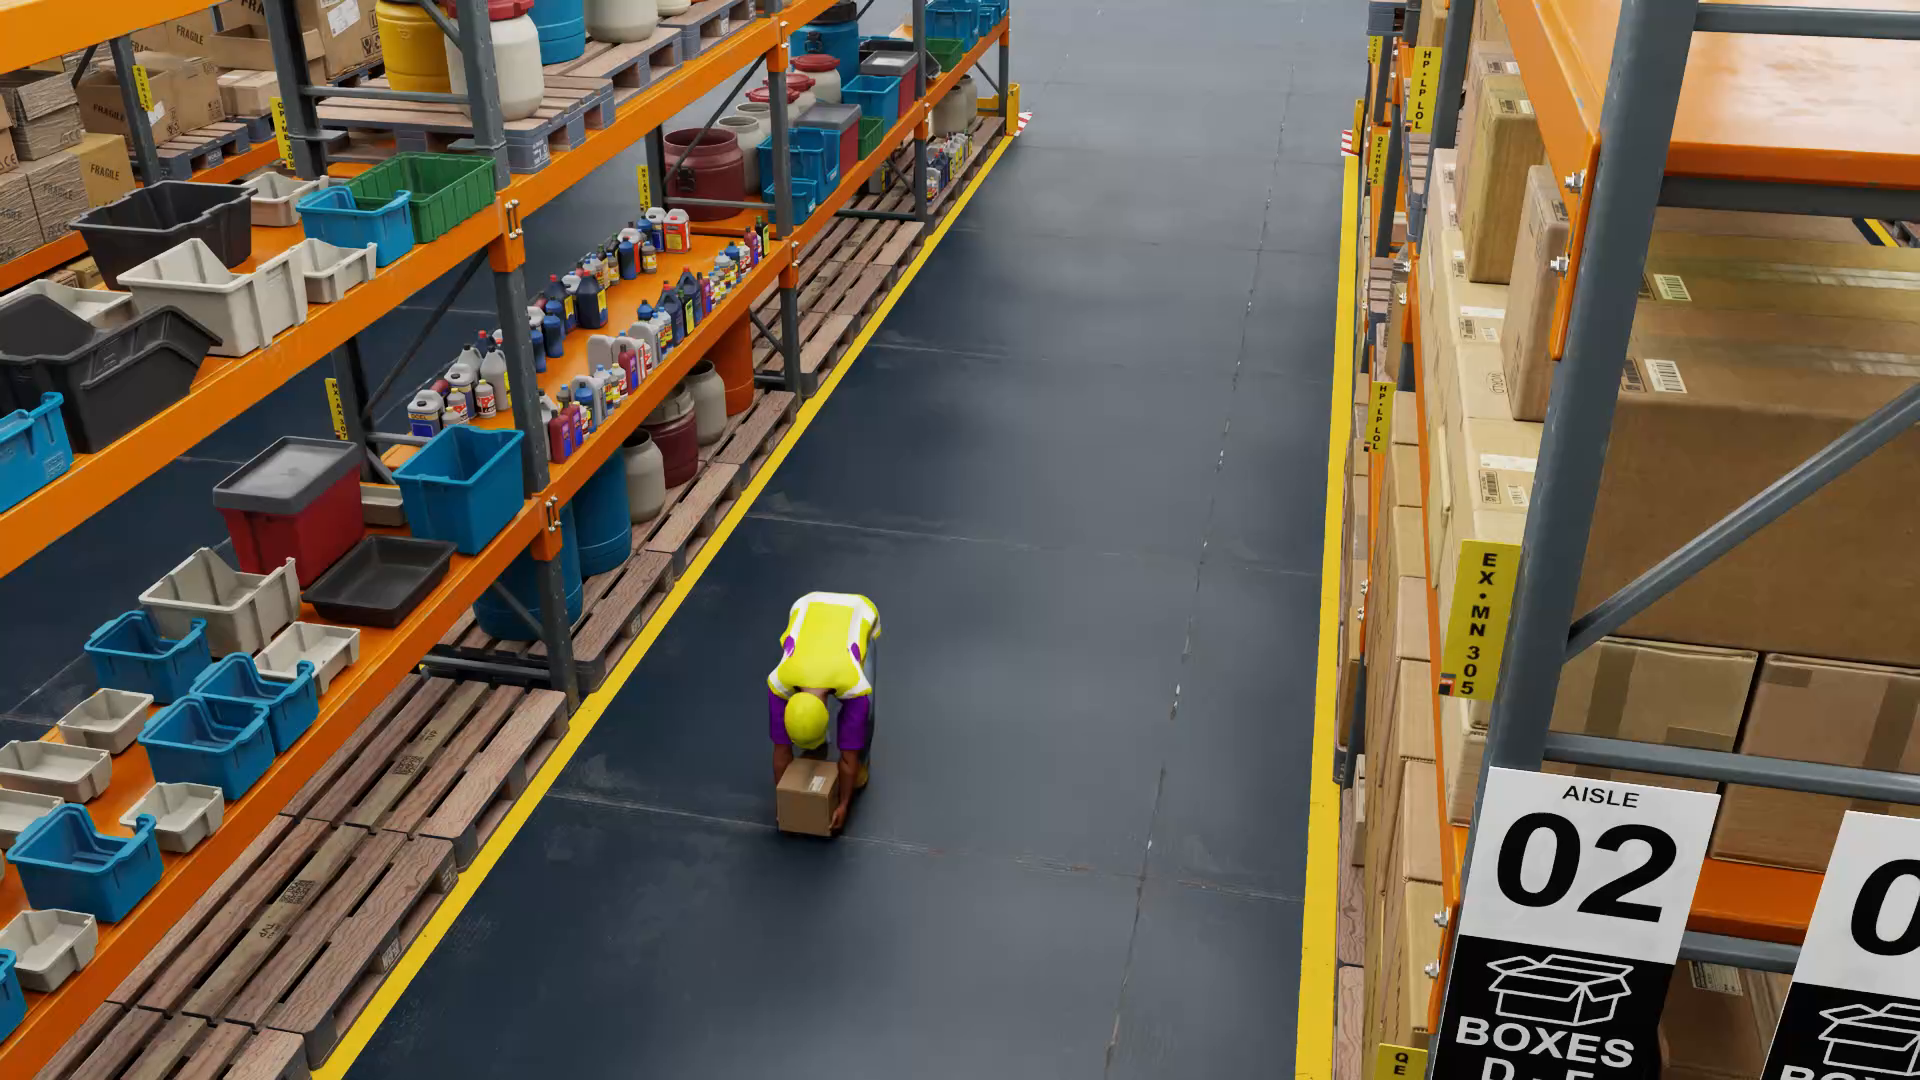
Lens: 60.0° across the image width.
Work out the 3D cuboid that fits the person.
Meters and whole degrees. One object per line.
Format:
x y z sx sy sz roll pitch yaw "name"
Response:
-12.435 -2.363 5.372 23.531 9.000 6.304 5 29 8 "person"
